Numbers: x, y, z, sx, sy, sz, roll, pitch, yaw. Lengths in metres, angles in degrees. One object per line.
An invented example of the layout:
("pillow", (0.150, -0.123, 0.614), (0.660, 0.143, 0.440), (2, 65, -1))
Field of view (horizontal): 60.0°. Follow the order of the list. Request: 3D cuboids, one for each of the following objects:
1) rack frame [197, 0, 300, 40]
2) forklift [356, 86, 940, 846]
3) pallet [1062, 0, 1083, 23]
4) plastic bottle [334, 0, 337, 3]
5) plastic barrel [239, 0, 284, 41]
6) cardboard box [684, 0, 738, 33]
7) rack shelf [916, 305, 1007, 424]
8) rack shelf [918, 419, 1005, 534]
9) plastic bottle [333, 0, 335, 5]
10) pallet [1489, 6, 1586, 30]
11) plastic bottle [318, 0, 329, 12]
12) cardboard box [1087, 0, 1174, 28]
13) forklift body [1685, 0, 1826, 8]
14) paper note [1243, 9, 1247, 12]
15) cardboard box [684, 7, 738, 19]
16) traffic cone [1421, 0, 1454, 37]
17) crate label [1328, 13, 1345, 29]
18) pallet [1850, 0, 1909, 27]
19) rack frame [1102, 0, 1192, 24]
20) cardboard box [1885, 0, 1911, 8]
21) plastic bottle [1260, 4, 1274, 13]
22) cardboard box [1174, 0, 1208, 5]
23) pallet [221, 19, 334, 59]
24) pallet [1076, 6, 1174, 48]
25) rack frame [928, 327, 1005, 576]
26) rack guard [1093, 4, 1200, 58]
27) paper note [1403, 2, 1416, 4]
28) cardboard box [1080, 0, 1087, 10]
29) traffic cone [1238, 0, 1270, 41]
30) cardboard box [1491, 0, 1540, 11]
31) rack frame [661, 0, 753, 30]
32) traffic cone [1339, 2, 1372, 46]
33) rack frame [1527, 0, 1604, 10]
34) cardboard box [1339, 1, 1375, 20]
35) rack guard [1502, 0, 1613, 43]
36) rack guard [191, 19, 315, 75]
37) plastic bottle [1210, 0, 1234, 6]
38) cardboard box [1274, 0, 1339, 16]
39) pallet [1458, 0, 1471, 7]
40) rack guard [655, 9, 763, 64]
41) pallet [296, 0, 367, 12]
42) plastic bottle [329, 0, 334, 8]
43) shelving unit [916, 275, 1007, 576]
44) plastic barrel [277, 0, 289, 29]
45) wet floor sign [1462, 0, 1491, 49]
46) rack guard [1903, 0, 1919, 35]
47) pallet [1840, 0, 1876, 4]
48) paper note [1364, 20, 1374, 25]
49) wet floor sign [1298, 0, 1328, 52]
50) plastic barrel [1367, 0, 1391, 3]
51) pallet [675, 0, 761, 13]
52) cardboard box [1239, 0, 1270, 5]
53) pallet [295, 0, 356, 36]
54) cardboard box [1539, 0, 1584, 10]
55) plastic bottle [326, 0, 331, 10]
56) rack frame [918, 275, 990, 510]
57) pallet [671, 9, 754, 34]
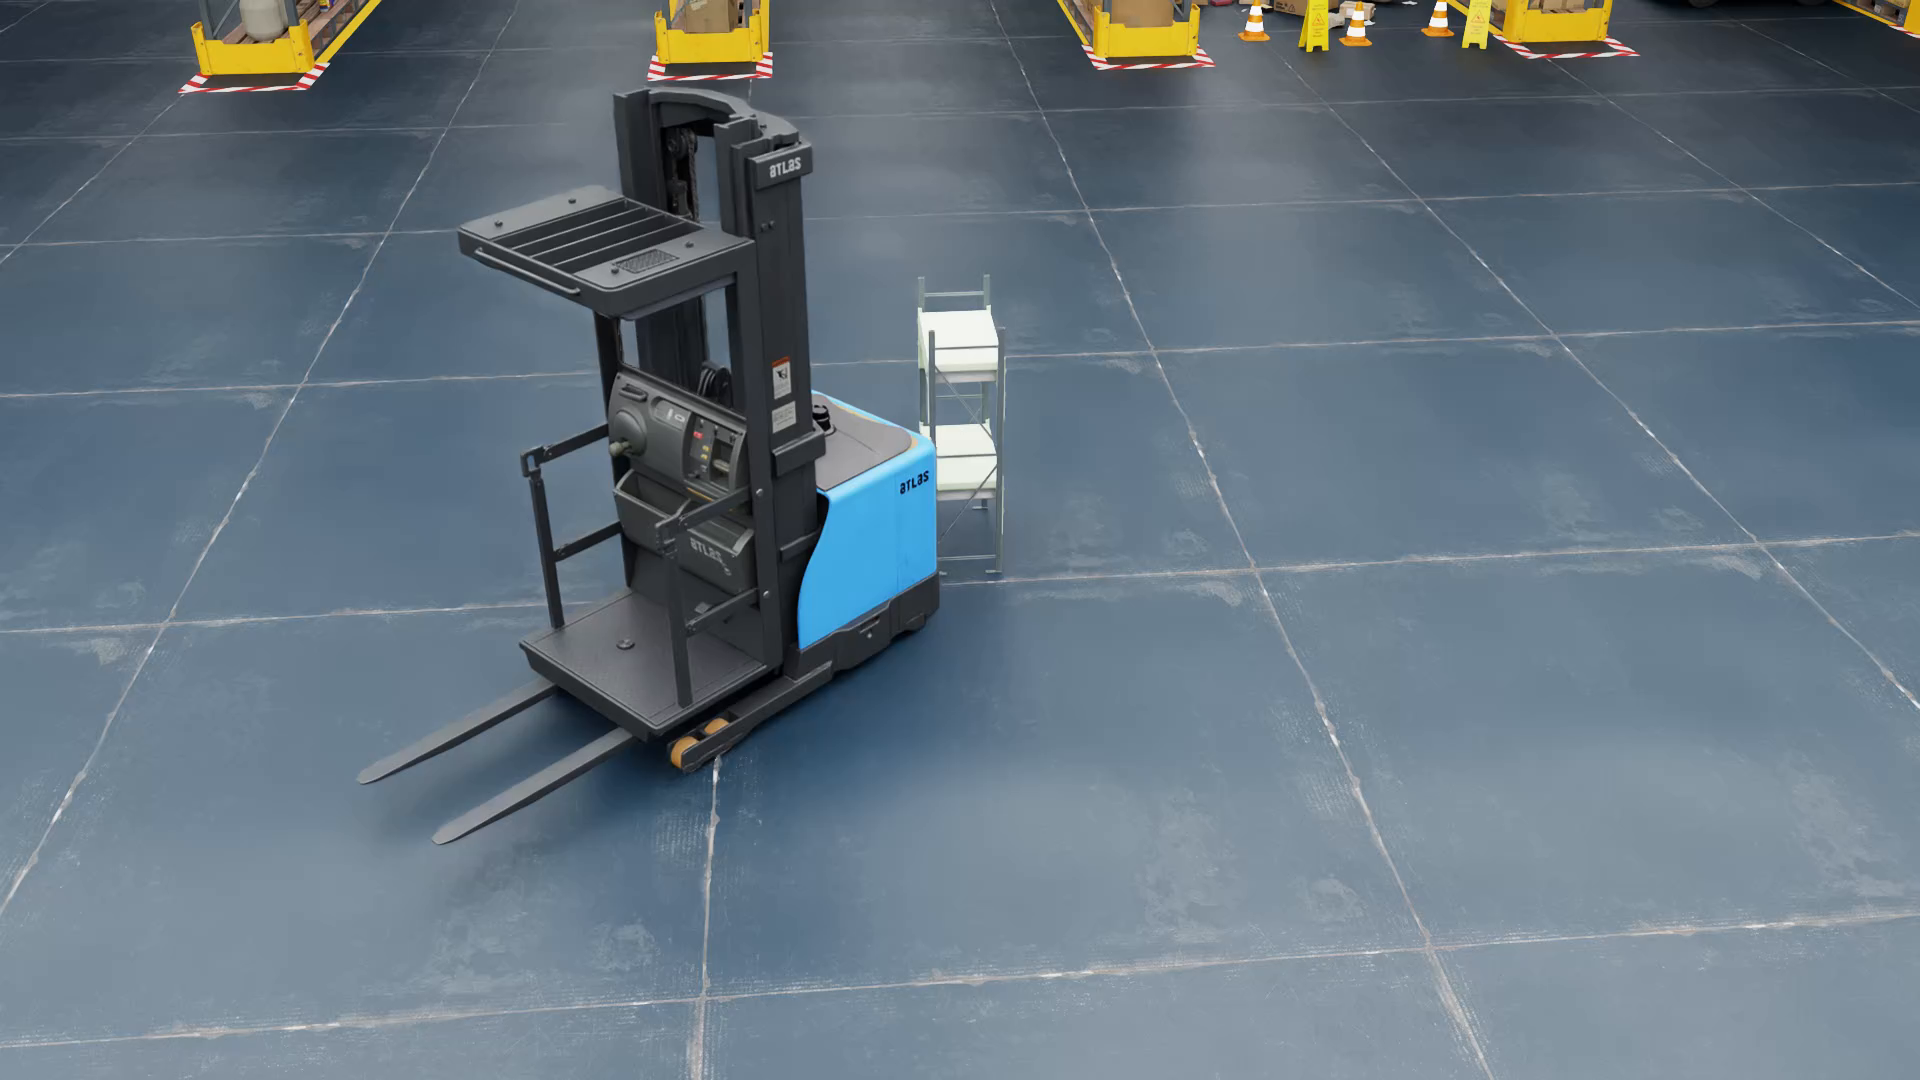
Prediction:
("rack frame", (-7.755, -6.490, 17.690), (1.000, 3.000, 0.127), (-3, 31, -5))
("forklift", (-1.470, -0.450, 7.645), (1.130, 2.935, 3.031), (25, 39, 35))
("pallet", (1.861, -6.742, 20.831), (1.003, 0.211, 1.213), (-3, 31, -5))
("plastic bottle", (-7.655, -6.674, 20.230), (0.097, 0.271, 0.097), (0, 31, 0))
("plastic barrel", (-7.892, -5.934, 18.776), (0.421, 0.512, 0.421), (0, 31, 0))
("cardboard box", (-2.865, -6.154, 19.155), (0.500, 0.500, 0.500), (3, 31, 5))
("rack shelf", (0.001, -0.976, 9.160), (0.431, 0.370, 0.720), (-3, 31, -5))
("rack shelf", (0.001, -0.361, 9.527), (0.431, 0.370, 0.720), (-3, 31, -5))
("plastic bottle", (-7.646, -6.623, 20.144), (0.097, 0.271, 0.097), (0, 31, 0))
("pallet", (6.995, -6.460, 20.359), (1.003, 0.211, 1.213), (-3, 31, -5))
("plastic bottle", (-7.614, -6.448, 19.851), (0.097, 0.271, 0.097), (0, 31, 0))
("cardboard box", (1.995, -6.524, 19.410), (0.875, 0.875, 0.875), (-3, 31, -4))
("forklift body", (9.991, -7.958, 20.975), (2.313, 2.155, 1.214), (-3, 31, -5))
("paper note", (3.565, -6.647, 20.868), (0.032, 0.001, 0.123), (13, 33, 21))
("cardboard box", (-2.955, -6.457, 19.663), (0.500, 0.500, 0.500), (5, 31, 8))
("traffic cone", (5.719, -6.270, 19.796), (0.336, 0.463, 0.334), (-3, 31, -5))
("crate label", (4.510, -6.302, 20.167), (0.250, 0.136, 0.298), (-20, 36, -30))
("pallet", (11.872, -6.633, 20.648), (1.003, 0.211, 1.213), (-3, 31, -5))
("rack frame", (2.124, -6.913, 18.398), (1.000, 3.000, 0.127), (-3, 31, -5))
("cardboard box", (11.626, -6.666, 20.257), (0.500, 0.250, 0.500), (-3, 31, -4))
("plastic bottle", (3.806, -6.677, 20.869), (0.133, 0.061, 0.283), (-14, 33, -22))
("cardboard box", (2.917, -7.140, 21.213), (0.500, 0.500, 0.500), (2, 31, 4))
("pallet", (-7.879, -5.744, 19.161), (1.003, 0.211, 1.213), (-3, 31, -5))
("pallet", (1.972, -6.120, 19.791), (1.003, 0.211, 1.213), (-3, 31, -5))
("rack frame", (0.035, -0.454, 9.047), (0.400, 1.500, 0.023), (-3, 31, -5))
("rack guard", (2.127, -5.827, 19.019), (1.175, 0.500, 0.348), (-3, 31, -5))
("paper note", (5.735, -6.848, 21.185), (0.142, 0.019, 0.148), (-14, 33, -22))
("cardboard box", (1.911, -6.973, 20.162), (0.875, 0.875, 0.875), (-3, 31, -5))
("traffic cone", (3.489, -6.163, 19.617), (0.336, 0.463, 0.334), (-3, 31, -5))
("cardboard box", (6.698, -6.614, 20.169), (0.500, 0.250, 0.500), (-3, 31, -5))
("rack frame", (-2.823, -6.727, 18.087), (1.000, 3.000, 0.127), (-3, 31, -5))
("traffic cone", (4.645, -6.043, 19.417), (0.336, 0.463, 0.334), (-3, 31, -5))
("rack frame", (7.043, -7.202, 18.882), (1.000, 3.000, 0.127), (-3, 31, -5))
("cardboard box", (4.910, -6.550, 20.570), (0.380, 0.149, 0.250), (13, 33, 21))
("rack guard", (7.036, -6.167, 19.588), (1.175, 0.500, 0.348), (-3, 31, -5))
("rack guard", (-7.809, -5.453, 18.392), (1.175, 0.500, 0.348), (-3, 31, -5))
("plastic bottle", (3.336, -6.843, 21.146), (0.283, 0.061, 0.133), (-14, 33, -22))
("cardboard box", (4.359, -6.905, 20.820), (0.637, 0.503, 0.797), (27, 40, 37))
("pallet", (6.885, -7.081, 21.399), (1.003, 0.211, 1.213), (-3, 31, -5))
("rack guard", (-2.831, -5.692, 18.793), (1.175, 0.500, 0.348), (-3, 31, -5))
("pallet", (-8.107, -6.990, 21.246), (1.003, 0.211, 1.213), (-3, 31, -5))
("plastic bottle", (-7.617, -6.569, 20.043), (0.061, 0.283, 0.133), (-2, 31, -4))
("shelving unit", (0.001, -0.640, 9.360), (0.431, 1.500, 0.755), (-3, 31, -5))
("plastic barrel", (-7.939, -6.190, 19.205), (0.421, 0.512, 0.421), (0, 31, 0))
("wet floor sign", (5.996, -6.043, 19.237), (0.267, 0.644, 0.232), (8, 32, 13))
("rack guard", (11.987, -6.356, 19.903), (1.175, 0.500, 0.348), (-3, 31, -5))
("pallet", (11.761, -7.254, 21.689), (1.003, 0.211, 1.213), (-3, 31, -5))
("paper note", (4.973, -6.314, 20.291), (0.148, 0.019, 0.142), (-14, 33, -22))
("wet floor sign", (4.098, -5.982, 19.136), (0.267, 0.644, 0.232), (-8, 32, -13))
("plastic barrel", (5.343, -7.078, 21.186), (0.512, 0.421, 0.421), (20, 36, 29))
("pallet", (-2.982, -6.606, 20.604), (1.003, 0.211, 1.213), (-3, 31, -5))
("cardboard box", (3.745, -6.992, 21.197), (0.396, 0.266, 0.258), (2, 31, 4))
("pallet", (-7.990, -6.365, 20.201), (1.003, 0.211, 1.213), (-3, 31, -5))
("cardboard box", (7.243, -6.627, 20.191), (0.500, 0.250, 0.500), (-3, 31, -5))
("plastic bottle", (-7.624, -6.471, 19.957), (0.097, 0.201, 0.097), (0, 31, 0))
("rack frame", (-0.034, -0.827, 9.673), (0.400, 1.500, 0.023), (-3, 31, -5))
("pallet", (-2.871, -5.985, 19.564), (1.003, 0.211, 1.213), (-3, 31, -5))
